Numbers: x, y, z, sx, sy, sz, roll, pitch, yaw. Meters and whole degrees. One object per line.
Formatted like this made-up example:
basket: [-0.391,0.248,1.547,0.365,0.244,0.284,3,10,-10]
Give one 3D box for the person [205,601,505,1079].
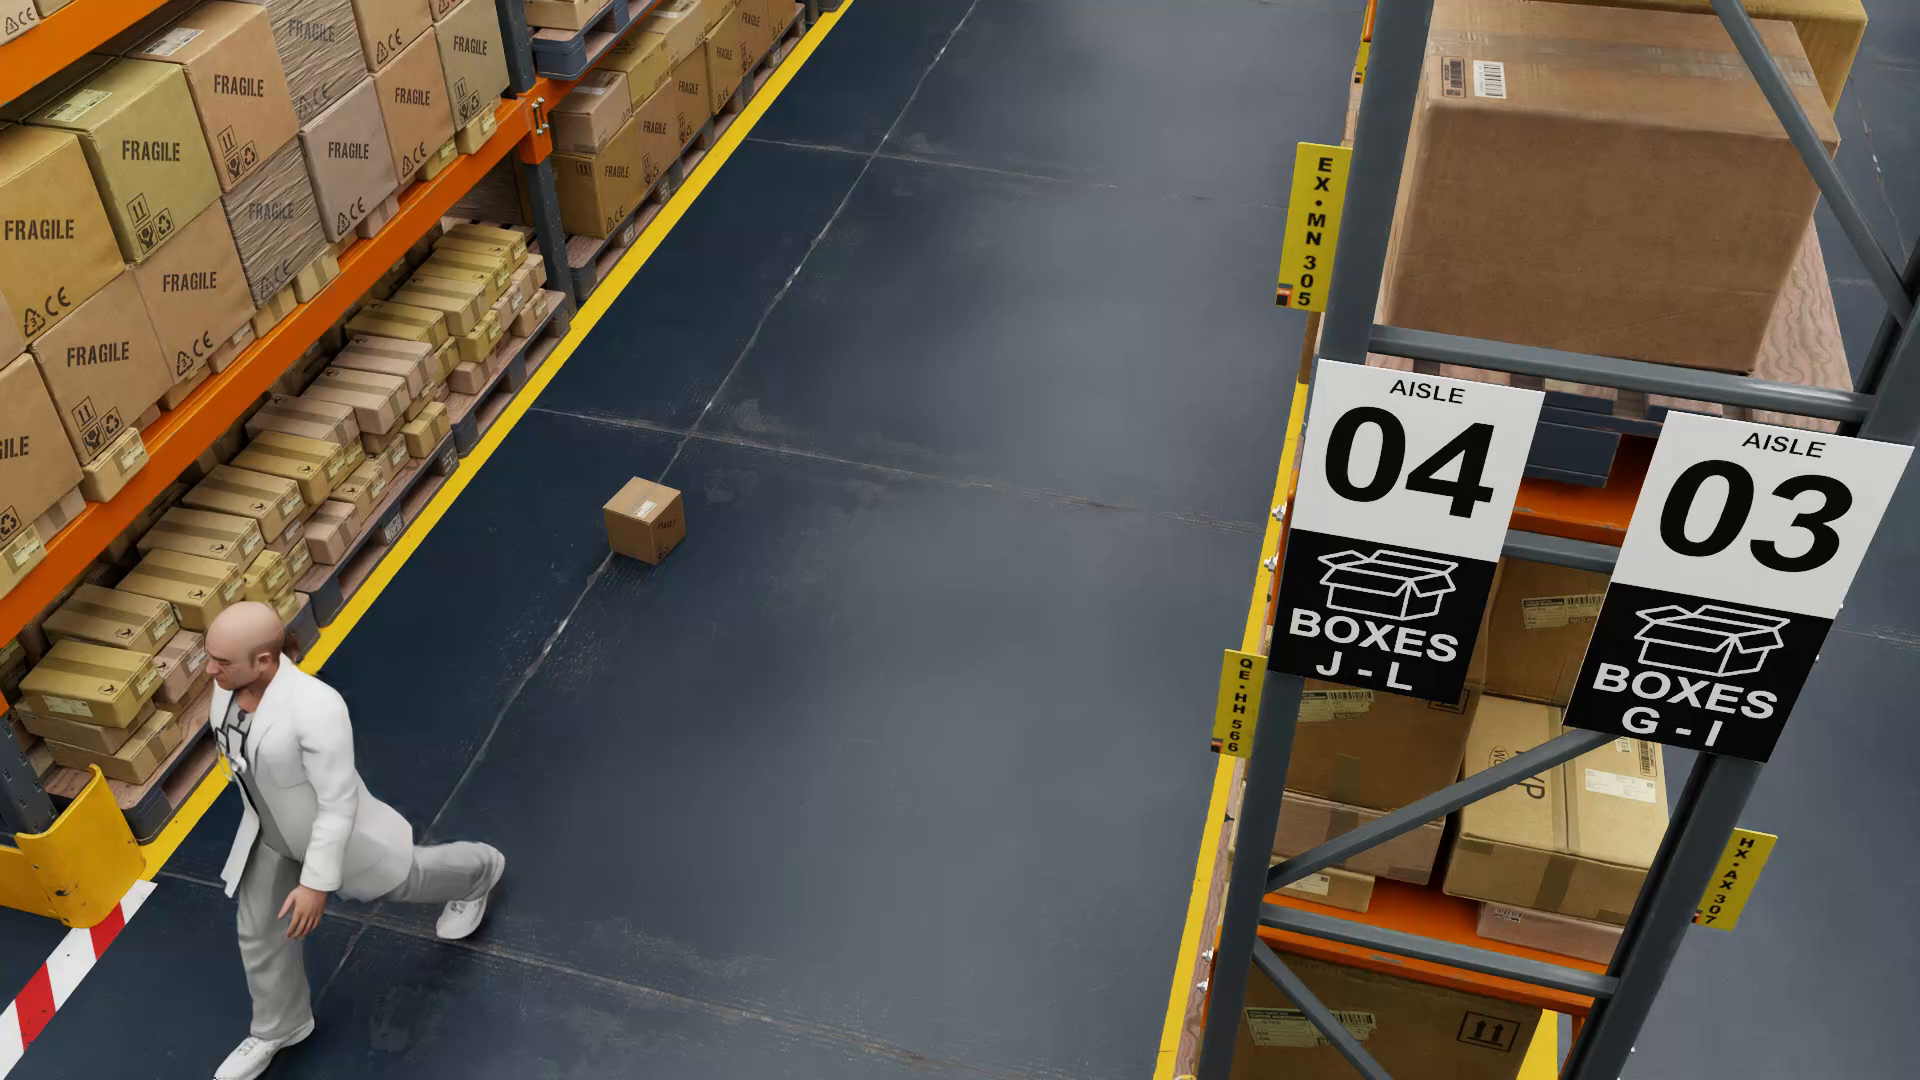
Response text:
person: [-1.997,0.868,5.147,0.574,1.726,1.146,20,44,22]
